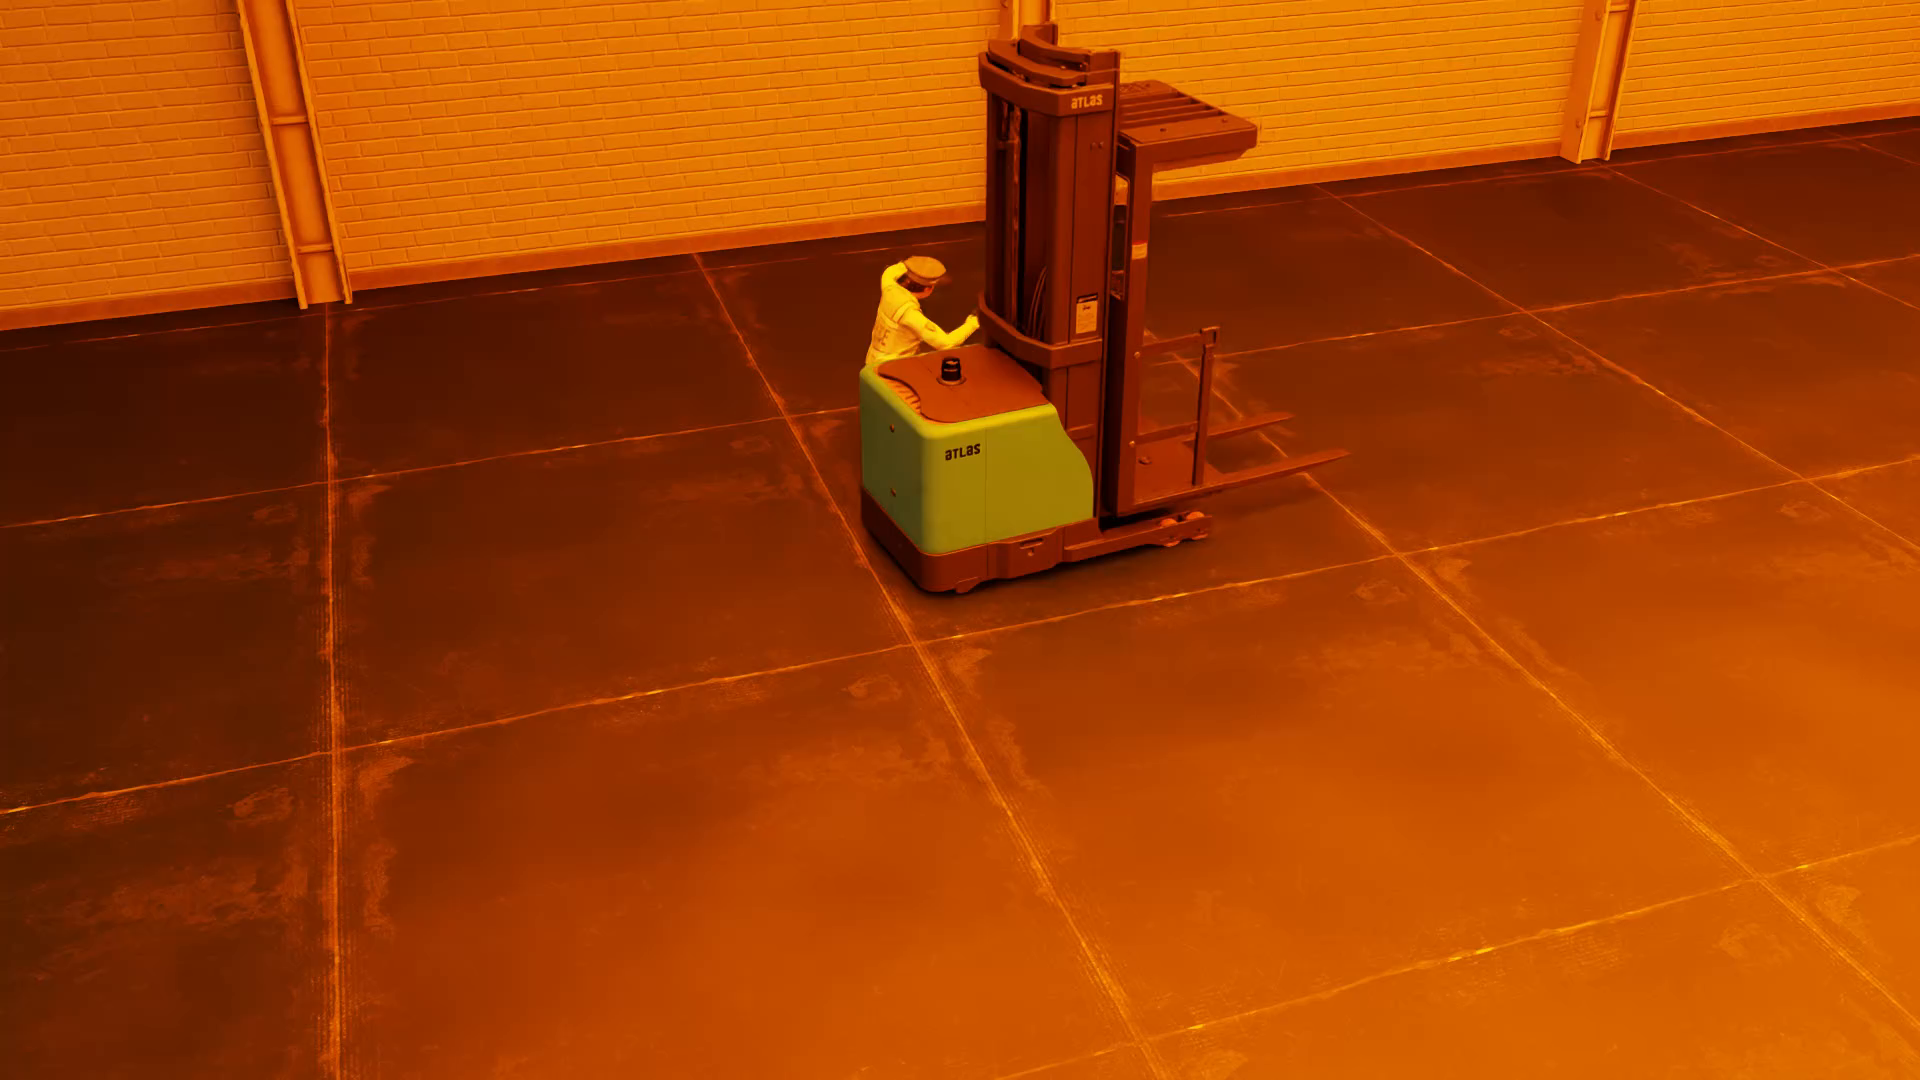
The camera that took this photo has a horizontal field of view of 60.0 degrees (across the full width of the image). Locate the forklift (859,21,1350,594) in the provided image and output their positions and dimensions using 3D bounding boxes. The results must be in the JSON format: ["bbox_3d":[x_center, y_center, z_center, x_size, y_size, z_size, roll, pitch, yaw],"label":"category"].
[{"bbox_3d":[0.959,-1.455,9.616,3.031,2.935,1.130,-13,32,-22],"label":"forklift"}]

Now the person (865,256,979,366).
[{"bbox_3d":[-0.236,-1.150,10.573,0.754,1.333,1.508,-10,31,-17],"label":"person"}]
